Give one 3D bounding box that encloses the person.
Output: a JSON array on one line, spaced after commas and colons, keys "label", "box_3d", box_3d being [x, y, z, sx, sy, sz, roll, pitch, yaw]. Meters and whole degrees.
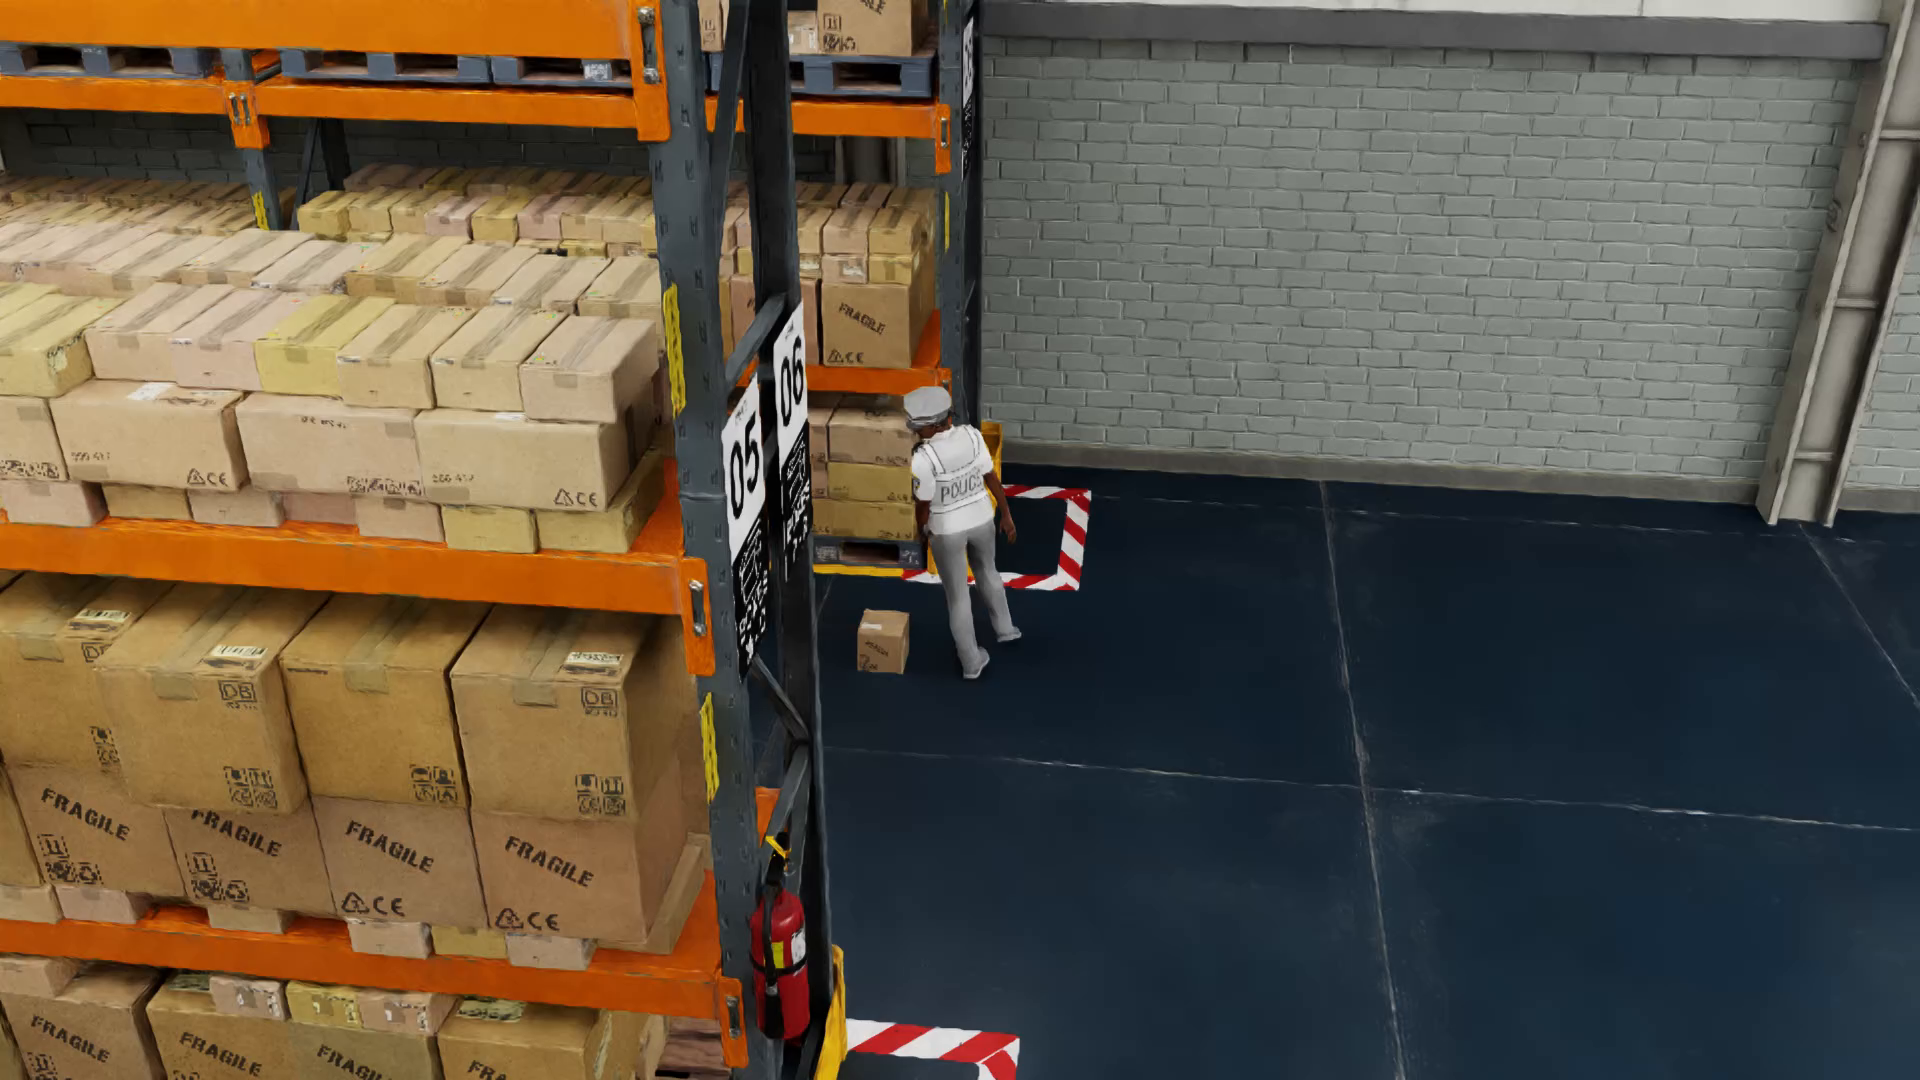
[{"label": "person", "box_3d": [0.063, -0.047, 8.859, 0.733, 1.660, 0.420, -13, 31, -23]}]
